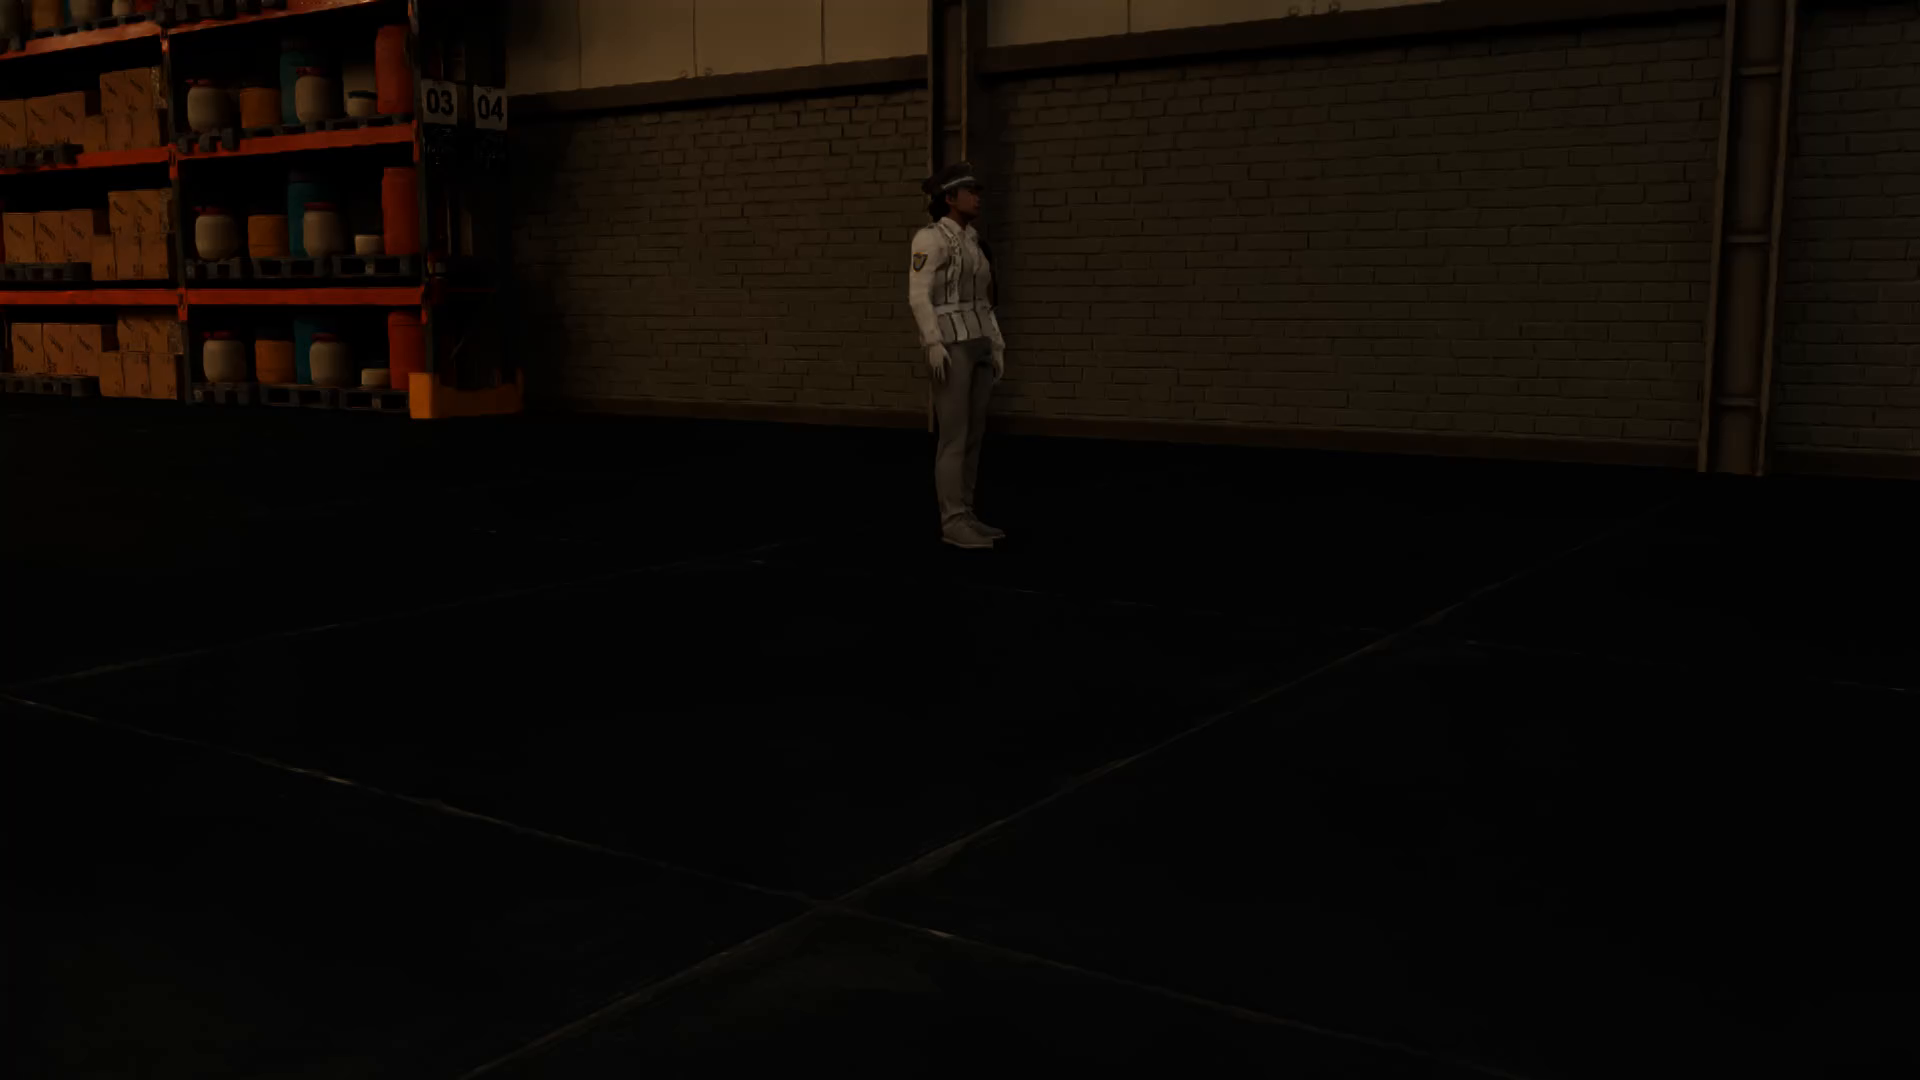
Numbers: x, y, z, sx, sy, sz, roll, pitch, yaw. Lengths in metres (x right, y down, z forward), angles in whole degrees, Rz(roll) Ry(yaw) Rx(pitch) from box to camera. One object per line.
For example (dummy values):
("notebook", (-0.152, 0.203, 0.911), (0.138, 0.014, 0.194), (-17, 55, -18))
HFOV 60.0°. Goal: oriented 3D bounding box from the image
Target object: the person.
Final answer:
("person", (0.052, -0.840, 7.440), (0.532, 1.695, 0.586), (5, 10, 34))
